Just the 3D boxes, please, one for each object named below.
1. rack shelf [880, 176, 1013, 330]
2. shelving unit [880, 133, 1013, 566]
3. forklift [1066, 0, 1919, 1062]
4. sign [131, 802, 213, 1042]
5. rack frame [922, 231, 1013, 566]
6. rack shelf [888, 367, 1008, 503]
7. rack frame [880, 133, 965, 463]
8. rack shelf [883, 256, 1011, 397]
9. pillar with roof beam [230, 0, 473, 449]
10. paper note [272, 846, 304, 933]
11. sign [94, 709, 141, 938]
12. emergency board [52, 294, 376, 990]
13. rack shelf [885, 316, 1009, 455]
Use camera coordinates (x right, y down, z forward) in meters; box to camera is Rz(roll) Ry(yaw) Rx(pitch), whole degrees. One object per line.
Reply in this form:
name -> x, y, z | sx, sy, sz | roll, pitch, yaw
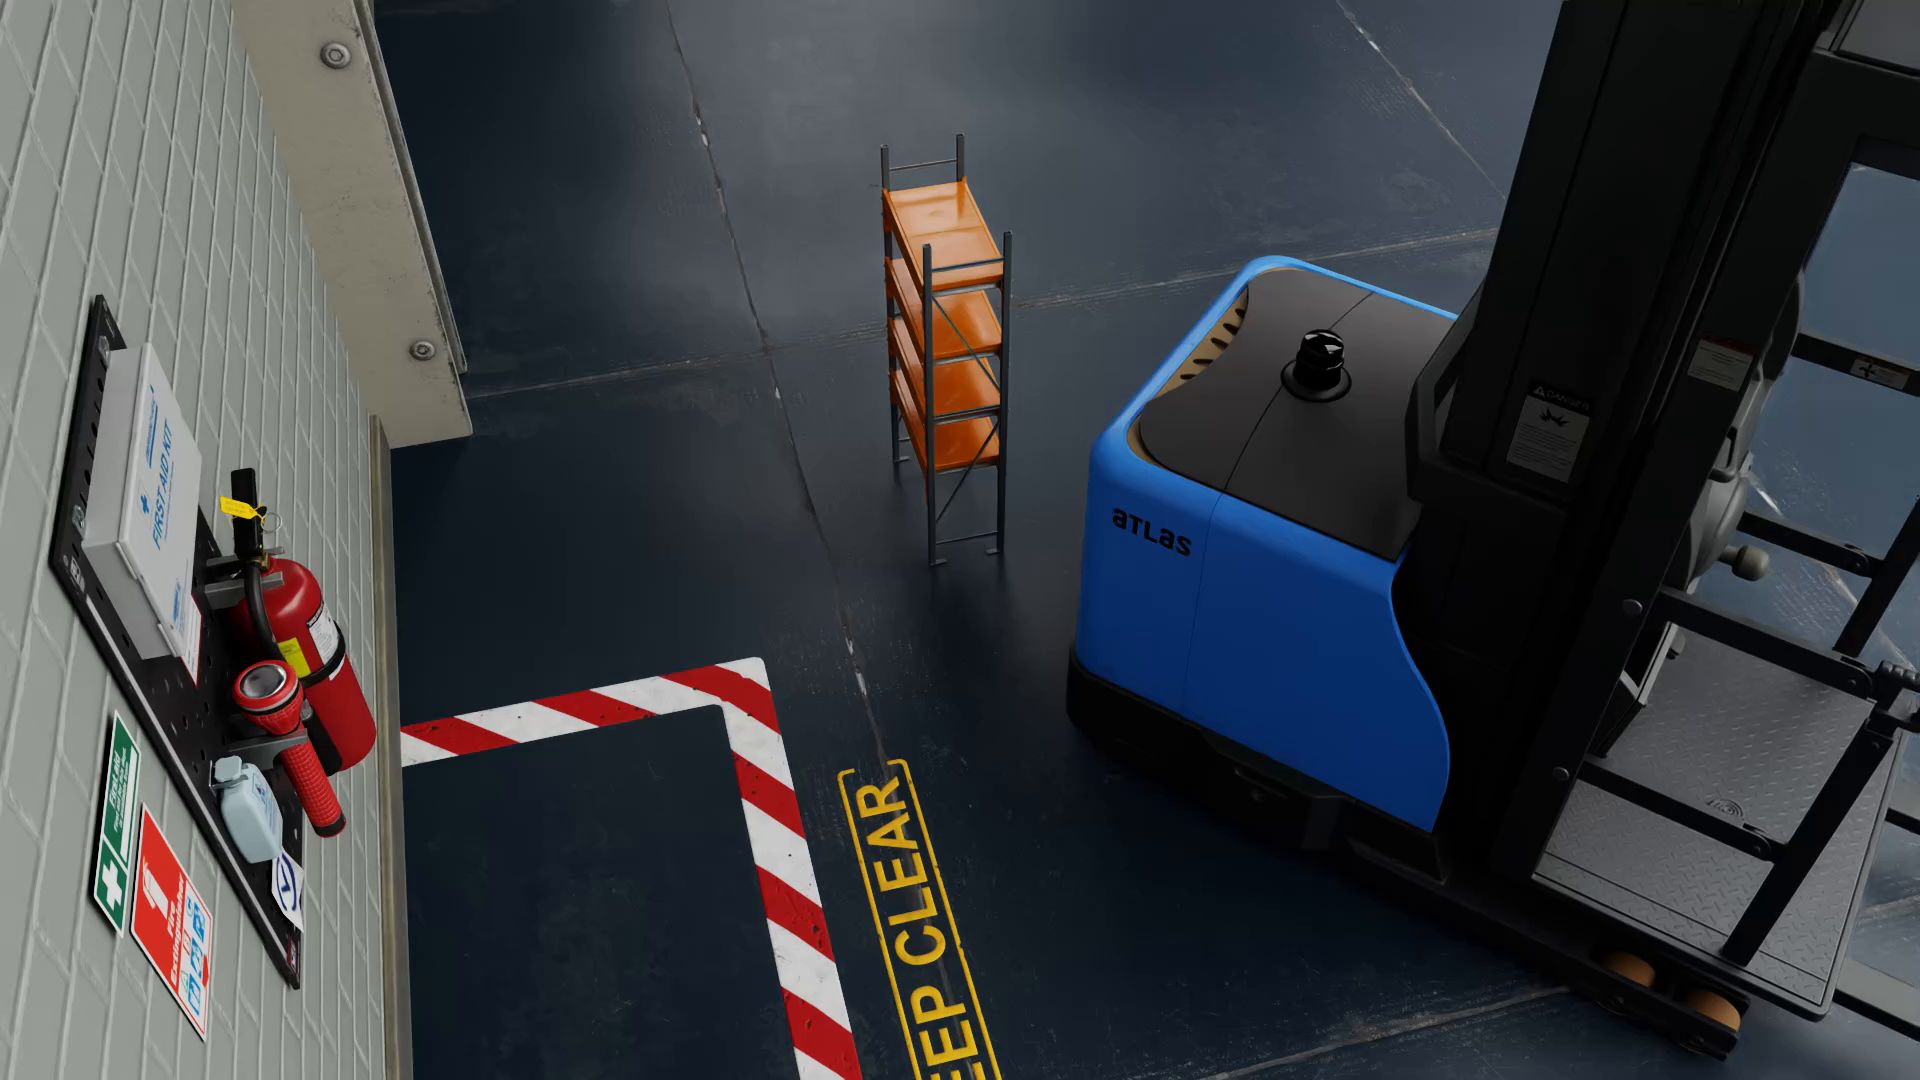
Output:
rack shelf -> -0.042, -0.809, 4.653 | 0.258, 0.148, 0.480 | -11, 47, -10
shelving unit -> -0.042, -0.534, 4.933 | 0.258, 1.200, 0.503 | -11, 47, -10
forklift -> 1.818, -0.219, 3.413 | 3.031, 2.935, 1.130 | 24, 50, 22
sign -> -1.203, 0.588, 2.548 | 0.001, 0.329, 0.234 | -11, 47, -10
rack frame -> 0.020, -0.366, 4.768 | 0.240, 1.200, 0.015 | -11, 47, -10
rack shelf -> -0.042, -0.348, 5.123 | 0.258, 0.148, 0.480 | -11, 47, -10
rack frame -> -0.105, -0.703, 5.099 | 0.240, 1.200, 0.015 | -11, 47, -10
rack shelf -> -0.042, -0.644, 4.822 | 0.258, 0.148, 0.480 | -11, 47, -10
pillar with roof beam -> 2.321, -4.400, 3.261 | 9.100, 9.000, 0.400 | -11, 47, -10
paper note -> -1.266, 0.643, 3.136 | 0.016, 0.148, 0.142 | -11, 47, -10
sign -> -1.195, 0.398, 2.364 | 0.001, 0.109, 0.331 | -11, 47, -10
emergency board -> -1.245, 0.200, 2.953 | 0.194, 1.169, 0.643 | -11, 47, -10
rack shelf -> -0.042, -0.487, 4.982 | 0.258, 0.148, 0.480 | -11, 47, -10
